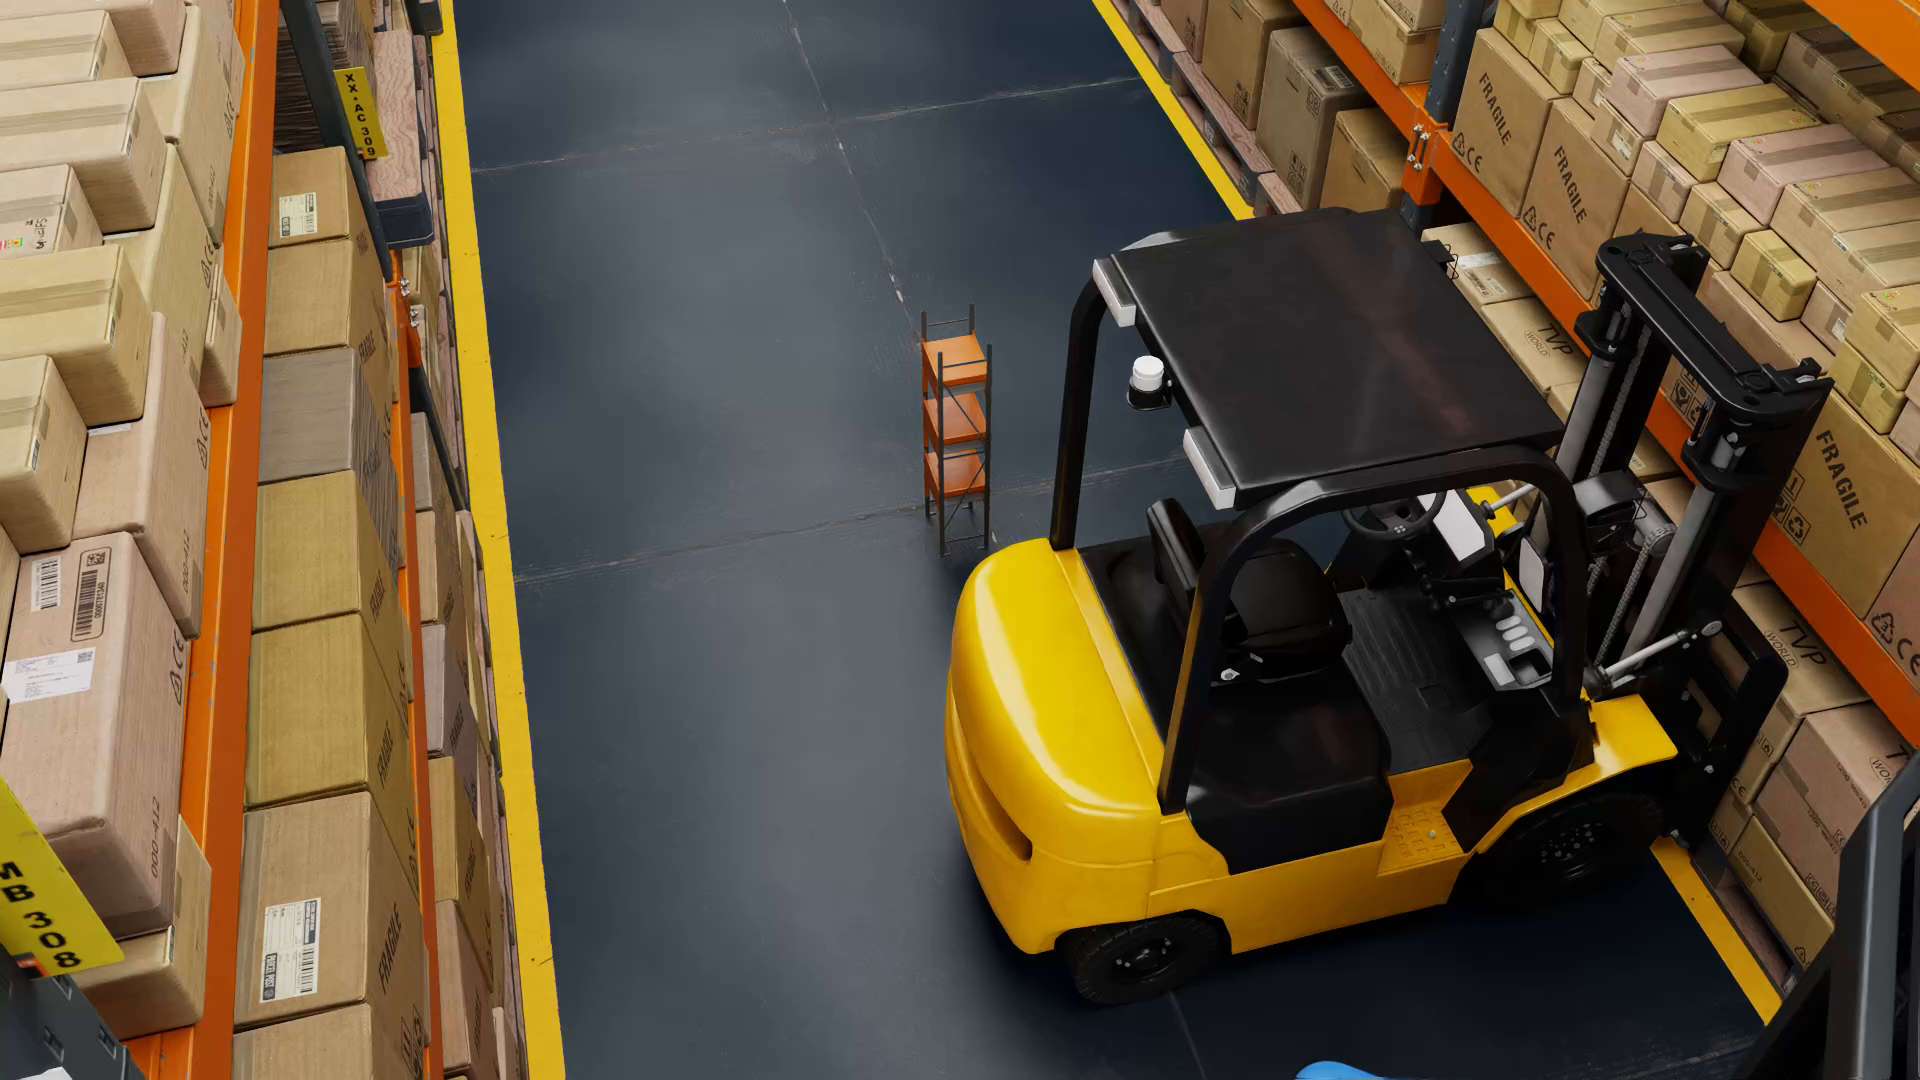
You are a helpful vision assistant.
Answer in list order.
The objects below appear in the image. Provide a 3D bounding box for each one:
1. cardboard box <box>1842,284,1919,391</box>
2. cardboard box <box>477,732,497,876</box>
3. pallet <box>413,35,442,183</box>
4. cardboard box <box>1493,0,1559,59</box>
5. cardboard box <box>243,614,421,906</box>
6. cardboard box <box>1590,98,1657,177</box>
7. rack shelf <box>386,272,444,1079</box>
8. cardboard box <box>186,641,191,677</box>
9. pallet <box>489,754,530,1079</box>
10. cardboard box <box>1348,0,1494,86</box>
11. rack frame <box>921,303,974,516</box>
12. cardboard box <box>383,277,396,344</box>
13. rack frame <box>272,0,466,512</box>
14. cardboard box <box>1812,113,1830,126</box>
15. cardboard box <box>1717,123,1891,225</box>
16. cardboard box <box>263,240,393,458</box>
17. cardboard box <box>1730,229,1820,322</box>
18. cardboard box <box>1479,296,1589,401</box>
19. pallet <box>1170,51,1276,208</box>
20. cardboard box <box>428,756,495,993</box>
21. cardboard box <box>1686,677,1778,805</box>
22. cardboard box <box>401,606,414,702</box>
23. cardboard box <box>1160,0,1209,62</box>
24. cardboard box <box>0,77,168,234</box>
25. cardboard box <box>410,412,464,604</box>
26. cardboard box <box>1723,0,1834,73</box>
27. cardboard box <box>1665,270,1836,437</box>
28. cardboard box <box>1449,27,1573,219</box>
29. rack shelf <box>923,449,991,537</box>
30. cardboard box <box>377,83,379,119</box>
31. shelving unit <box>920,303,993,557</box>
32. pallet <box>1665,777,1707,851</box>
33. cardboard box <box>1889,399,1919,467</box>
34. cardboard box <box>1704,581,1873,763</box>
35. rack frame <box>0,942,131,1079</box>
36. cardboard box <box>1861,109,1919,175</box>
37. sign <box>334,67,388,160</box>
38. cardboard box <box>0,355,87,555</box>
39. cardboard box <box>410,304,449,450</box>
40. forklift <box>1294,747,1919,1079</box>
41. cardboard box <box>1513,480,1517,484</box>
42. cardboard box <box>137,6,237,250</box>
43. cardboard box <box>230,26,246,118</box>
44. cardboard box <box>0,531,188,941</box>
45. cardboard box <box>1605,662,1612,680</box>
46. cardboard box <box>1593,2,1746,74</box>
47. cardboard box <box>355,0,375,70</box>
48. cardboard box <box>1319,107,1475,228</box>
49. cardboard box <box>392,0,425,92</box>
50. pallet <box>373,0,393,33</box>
[{"bbox_3d":[2.634,-0.560,4.467,0.380,0.149,0.250,-10,46,-10],"label":"cardboard box"},{"bbox_3d":[-1.786,0.918,5.381,0.500,0.250,0.500,-10,46,-10],"label":"cardboard box"},{"bbox_3d":[-3.294,-2.220,8.778,1.003,0.211,1.213,-11,47,-10],"label":"pallet"},{"bbox_3d":[2.156,-1.878,5.966,0.380,0.149,0.250,-11,47,-11],"label":"cardboard box"},{"bbox_3d":[-1.565,0.562,3.821,0.500,0.500,0.500,-12,47,-11],"label":"cardboard box"},{"bbox_3d":[2.309,-1.341,5.440,0.380,0.149,0.250,-10,46,-9],"label":"cardboard box"},{"bbox_3d":[-1.956,0.658,4.508,1.077,0.370,4.000,-11,47,-10],"label":"rack shelf"},{"bbox_3d":[-1.404,0.183,2.546,0.380,0.149,0.250,-10,46,-9],"label":"cardboard box"},{"bbox_3d":[-1.946,1.303,5.325,1.003,0.211,1.213,-11,47,-10],"label":"pallet"},{"bbox_3d":[1.947,-2.132,6.844,0.500,0.250,0.500,-10,46,-9],"label":"cardboard box"},{"bbox_3d":[-0.045,-0.489,6.494,0.200,1.050,0.008,-11,47,-10],"label":"rack frame"},{"bbox_3d":[-2.091,-0.720,5.531,0.380,0.149,0.250,-11,47,-11],"label":"cardboard box"},{"bbox_3d":[-2.468,-0.974,5.604,1.000,3.000,0.127,-11,47,-10],"label":"rack frame"},{"bbox_3d":[2.894,-1.260,5.360,0.380,0.149,0.250,-9,46,-9],"label":"cardboard box"},{"bbox_3d":[2.530,-1.101,4.997,0.380,0.149,0.250,-11,47,-10],"label":"cardboard box"},{"bbox_3d":[-1.976,-0.498,4.859,0.500,0.500,0.500,-9,46,-9],"label":"cardboard box"},{"bbox_3d":[2.533,-0.807,4.916,0.380,0.149,0.250,-12,47,-11],"label":"cardboard box"},{"bbox_3d":[2.271,-0.673,6.240,0.500,0.250,0.500,-11,47,-10],"label":"cardboard box"},{"bbox_3d":[1.787,-2.254,8.811,1.003,0.211,1.213,-11,47,-10],"label":"pallet"},{"bbox_3d":[-1.649,1.009,4.767,0.500,0.500,0.500,-10,46,-10],"label":"cardboard box"},{"bbox_3d":[2.656,0.538,5.404,0.500,0.250,0.500,-12,47,-11],"label":"cardboard box"},{"bbox_3d":[-1.691,0.334,4.498,0.380,0.149,0.250,-10,46,-10],"label":"cardboard box"},{"bbox_3d":[1.626,-3.079,9.036,0.875,0.625,0.625,-9,46,-9],"label":"cardboard box"},{"bbox_3d":[-1.559,-0.627,2.782,0.380,0.149,0.250,-10,46,-9],"label":"cardboard box"},{"bbox_3d":[-2.058,-0.062,5.816,0.500,0.500,0.500,-11,47,-11],"label":"cardboard box"},{"bbox_3d":[2.808,-1.724,5.607,0.380,0.149,0.250,-11,47,-11],"label":"cardboard box"},{"bbox_3d":[2.578,-0.508,5.078,0.500,0.500,0.500,-10,46,-10],"label":"cardboard box"},{"bbox_3d":[2.190,-1.565,6.114,0.500,0.500,0.500,-12,47,-11],"label":"cardboard box"},{"bbox_3d":[-0.014,-0.202,6.617,0.215,0.259,0.240,-11,47,-10],"label":"rack shelf"},{"bbox_3d":[-2.360,-1.647,6.145,0.380,0.149,0.250,-10,46,-9],"label":"cardboard box"},{"bbox_3d":[-0.014,-0.404,6.411,0.215,1.050,0.252,-11,47,-10],"label":"shelving unit"},{"bbox_3d":[2.808,0.492,6.120,1.003,0.211,1.213,-11,47,-10],"label":"pallet"},{"bbox_3d":[2.725,-0.283,4.403,0.380,0.149,0.250,-12,47,-12],"label":"cardboard box"},{"bbox_3d":[2.658,0.384,5.205,0.500,0.250,0.500,-10,46,-10],"label":"cardboard box"},{"bbox_3d":[-1.444,-0.312,0.755,1.000,3.000,0.127,-11,47,-10],"label":"rack frame"},{"bbox_3d":[2.999,-1.195,5.089,0.380,0.149,0.250,-11,47,-11],"label":"cardboard box"},{"bbox_3d":[-1.946,-1.382,5.398,0.100,0.325,0.005,-11,47,-10],"label":"sign"},{"bbox_3d":[-1.423,-0.091,2.257,0.380,0.149,0.250,-11,47,-10],"label":"cardboard box"},{"bbox_3d":[-2.605,-0.563,6.747,0.950,0.372,0.625,-10,46,-10],"label":"cardboard box"},{"bbox_3d":[2.013,1.710,3.022,3.031,2.935,1.130,17,48,16],"label":"forklift"},{"bbox_3d":[2.285,-0.506,6.427,0.500,0.250,0.500,-11,47,-11],"label":"cardboard box"},{"bbox_3d":[-1.704,-0.769,3.200,0.500,0.250,0.500,-10,46,-9],"label":"cardboard box"},{"bbox_3d":[-1.843,-1.061,3.765,0.380,0.149,0.250,-10,46,-9],"label":"cardboard box"},{"bbox_3d":[-1.316,0.290,2.162,0.500,0.250,0.500,-11,47,-11],"label":"cardboard box"},{"bbox_3d":[2.535,0.379,5.909,0.500,0.250,0.500,-9,46,-9],"label":"cardboard box"},{"bbox_3d":[2.352,-1.638,5.522,0.380,0.149,0.250,-11,47,-11],"label":"cardboard box"},{"bbox_3d":[-2.440,-1.982,6.020,0.500,0.500,0.500,-11,47,-10],"label":"cardboard box"},{"bbox_3d":[2.184,-1.558,7.546,0.875,0.625,0.625,-9,46,-9],"label":"cardboard box"},{"bbox_3d":[-3.357,-2.571,8.715,0.950,0.372,0.625,-14,47,-13],"label":"cardboard box"},{"bbox_3d":[-2.946,-2.309,7.047,1.003,0.211,1.213,-11,47,-10],"label":"pallet"}]
